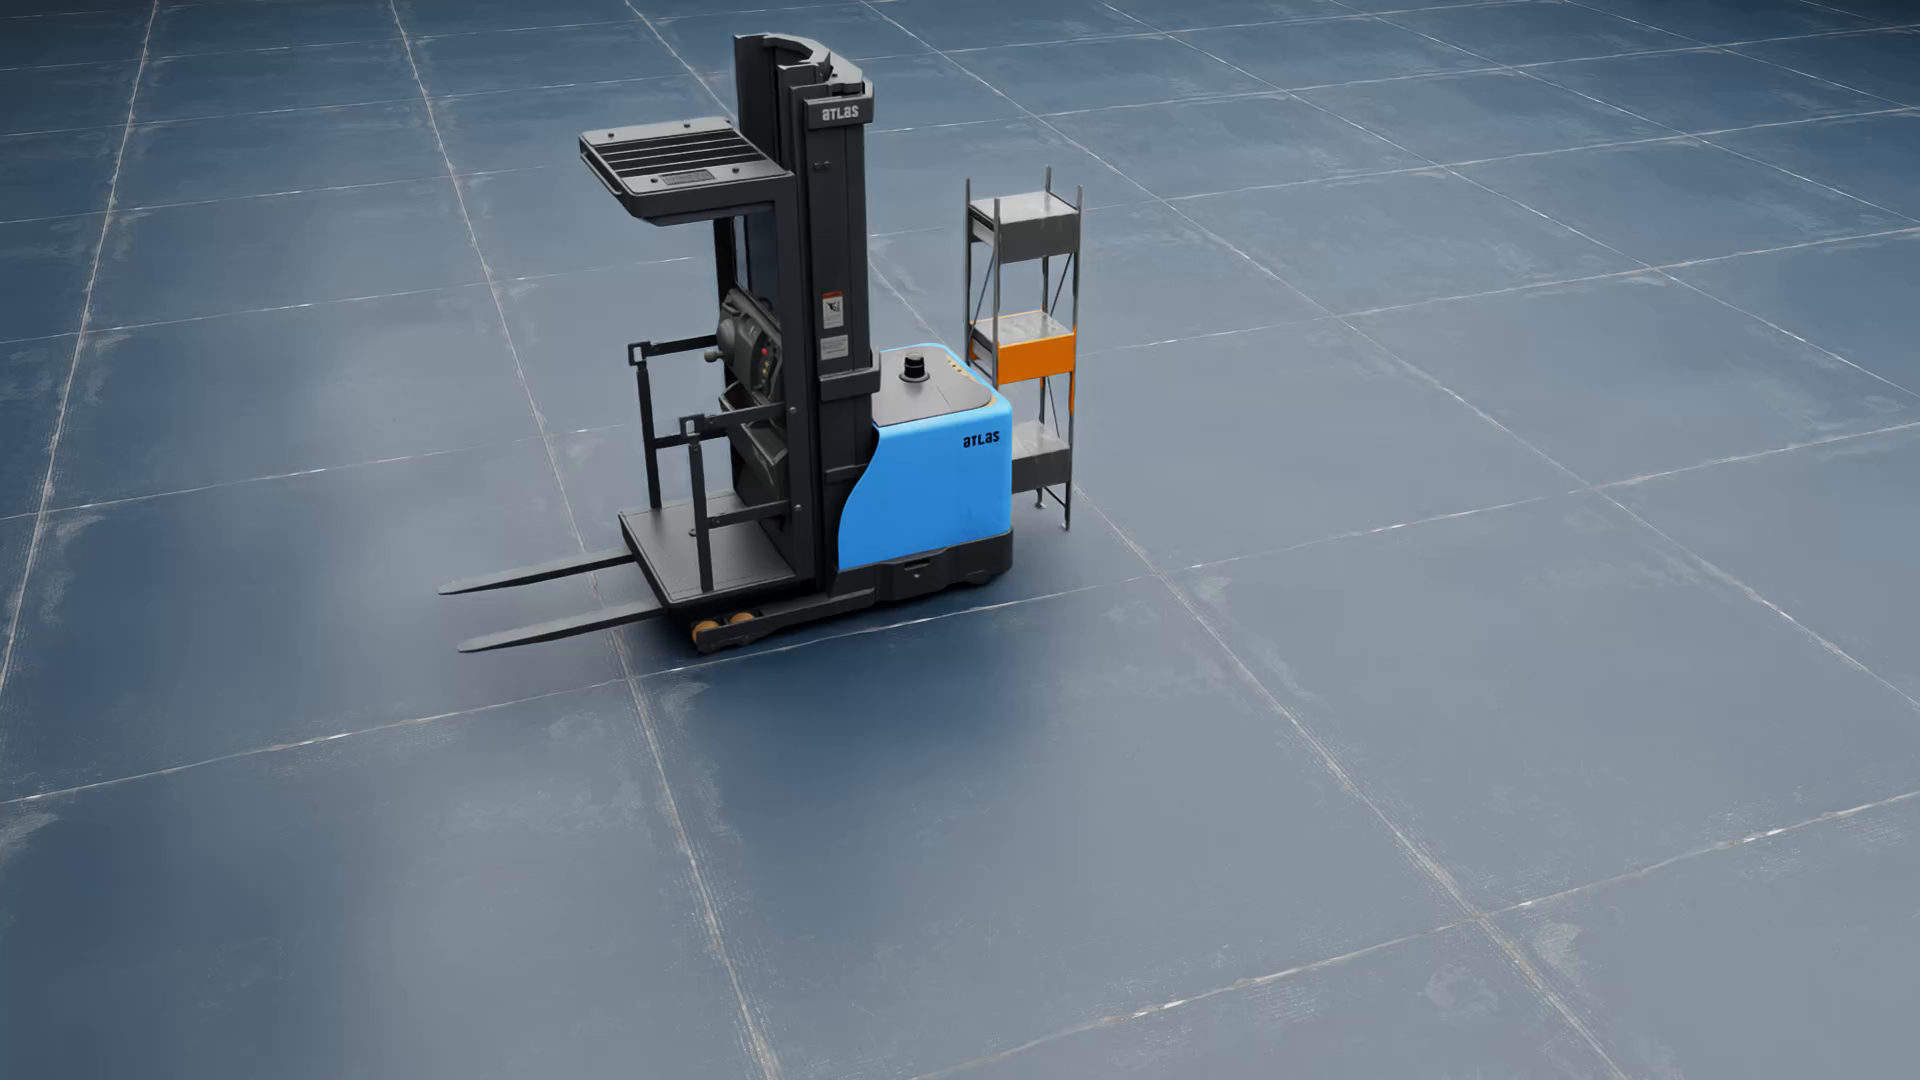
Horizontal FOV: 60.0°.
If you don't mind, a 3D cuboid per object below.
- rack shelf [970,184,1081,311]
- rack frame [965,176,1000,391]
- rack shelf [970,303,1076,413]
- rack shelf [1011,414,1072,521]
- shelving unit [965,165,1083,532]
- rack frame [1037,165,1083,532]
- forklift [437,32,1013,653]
[{"bbox_3d":[0.339,-1.597,9.045,0.480,0.518,0.431,-13,32,-21],"label":"rack shelf"},{"bbox_3d":[0.117,-0.951,9.298,0.015,2.100,0.400,-13,32,-21],"label":"rack frame"},{"bbox_3d":[0.339,-0.989,9.392,0.480,0.518,0.431,-13,32,-21],"label":"rack shelf"},{"bbox_3d":[0.339,-0.381,9.738,0.480,0.518,0.431,-13,32,-21],"label":"rack shelf"},{"bbox_3d":[0.339,-1.001,9.385,0.503,2.100,0.431,-13,32,-21],"label":"shelving unit"},{"bbox_3d":[0.562,-1.050,9.473,0.015,2.100,0.400,-13,32,-21],"label":"rack frame"},{"bbox_3d":[-1.265,-0.980,8.508,3.031,2.935,1.130,-13,32,-21],"label":"forklift"}]
